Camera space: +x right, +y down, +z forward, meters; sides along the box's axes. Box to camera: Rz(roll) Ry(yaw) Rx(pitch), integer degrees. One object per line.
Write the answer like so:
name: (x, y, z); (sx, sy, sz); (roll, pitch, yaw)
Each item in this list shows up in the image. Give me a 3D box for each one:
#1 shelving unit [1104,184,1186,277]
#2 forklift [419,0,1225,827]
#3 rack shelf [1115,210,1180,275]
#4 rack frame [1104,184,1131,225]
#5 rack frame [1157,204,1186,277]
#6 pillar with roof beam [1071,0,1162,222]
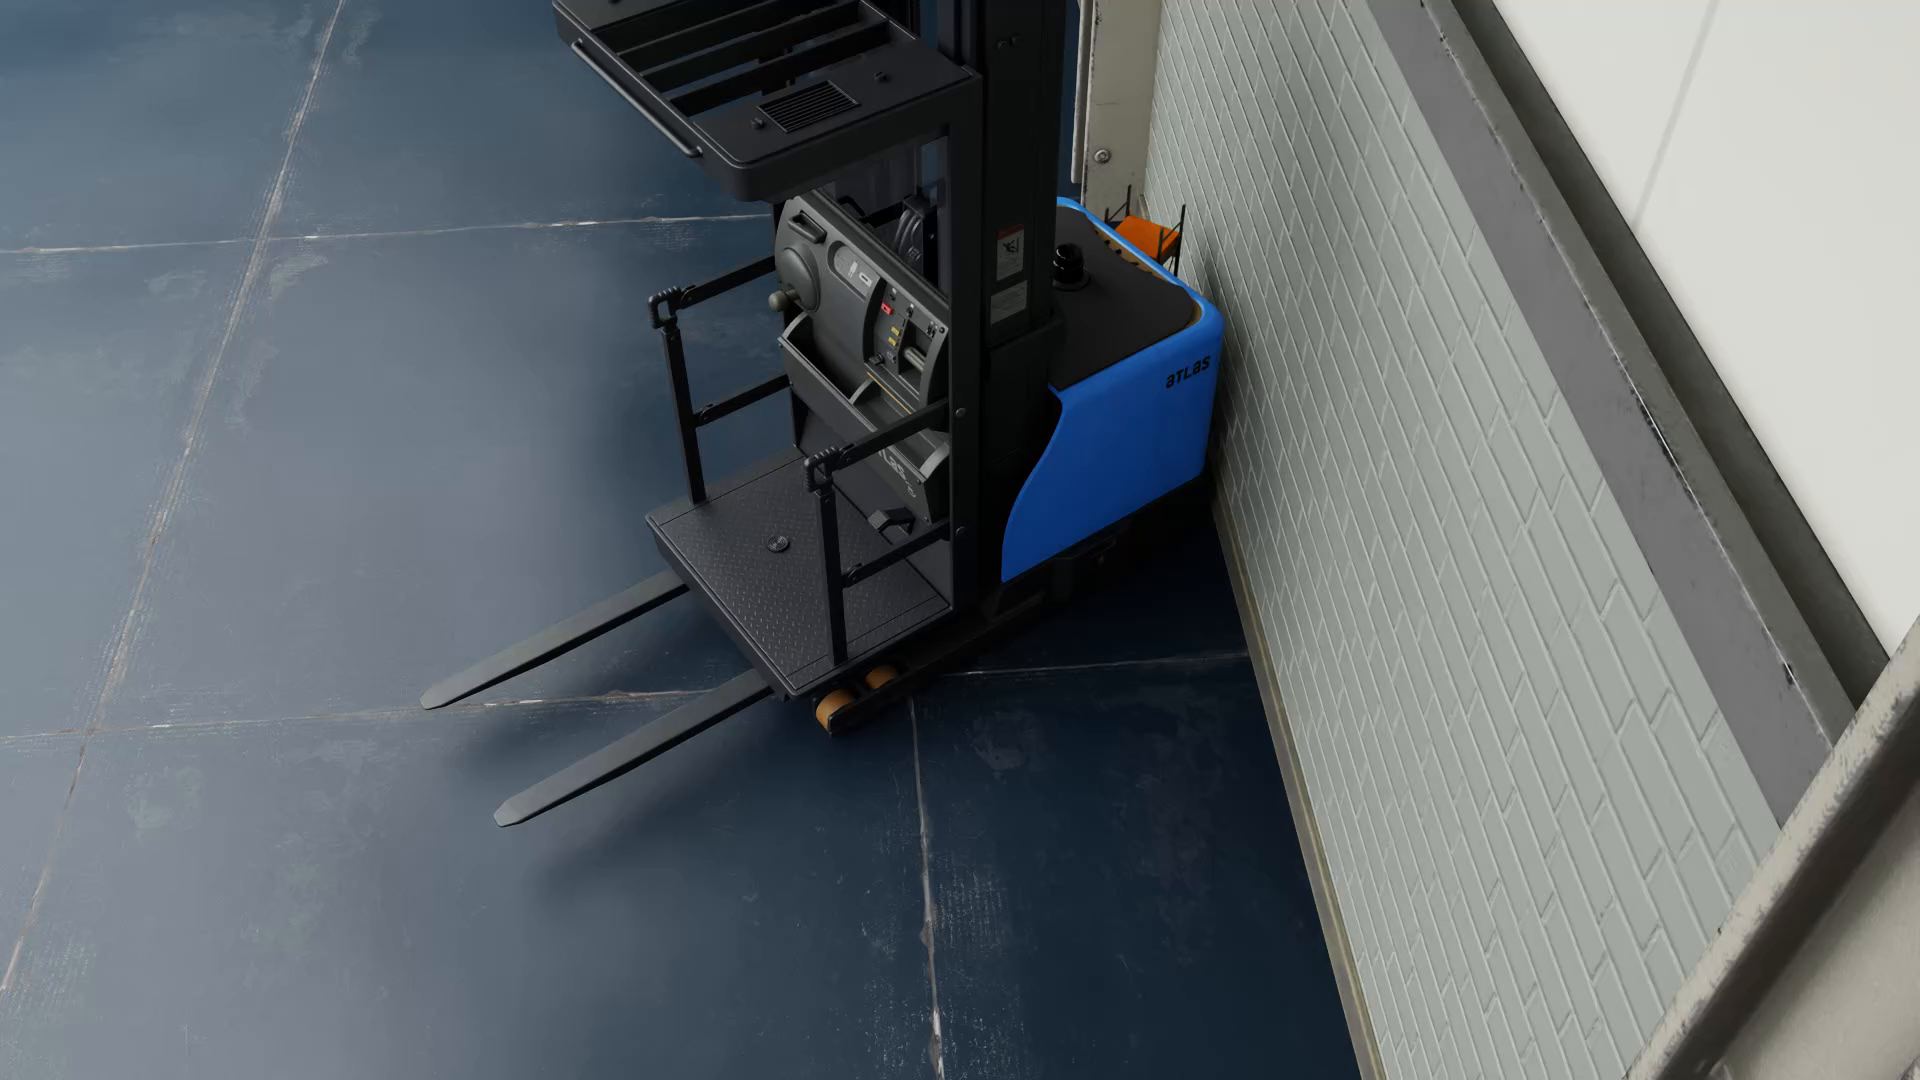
shelving unit: (0.731, -0.951, 6.928); (0.252, 1.050, 0.215); (25, 52, 22)
forklift: (-0.505, -0.741, 5.433); (3.031, 2.935, 1.130); (-28, 53, -24)
rack shelf: (0.731, -1.139, 6.729); (0.240, 0.259, 0.215); (25, 52, 22)
rack frame: (0.629, -1.000, 6.974); (0.008, 1.050, 0.200); (25, 52, 22)
rack frame: (0.833, -0.903, 6.882); (0.008, 1.050, 0.200); (25, 52, 22)
pillar with roof beam: (-3.552, -4.558, 4.869); (9.100, 9.000, 0.400); (-3, 47, -3)
